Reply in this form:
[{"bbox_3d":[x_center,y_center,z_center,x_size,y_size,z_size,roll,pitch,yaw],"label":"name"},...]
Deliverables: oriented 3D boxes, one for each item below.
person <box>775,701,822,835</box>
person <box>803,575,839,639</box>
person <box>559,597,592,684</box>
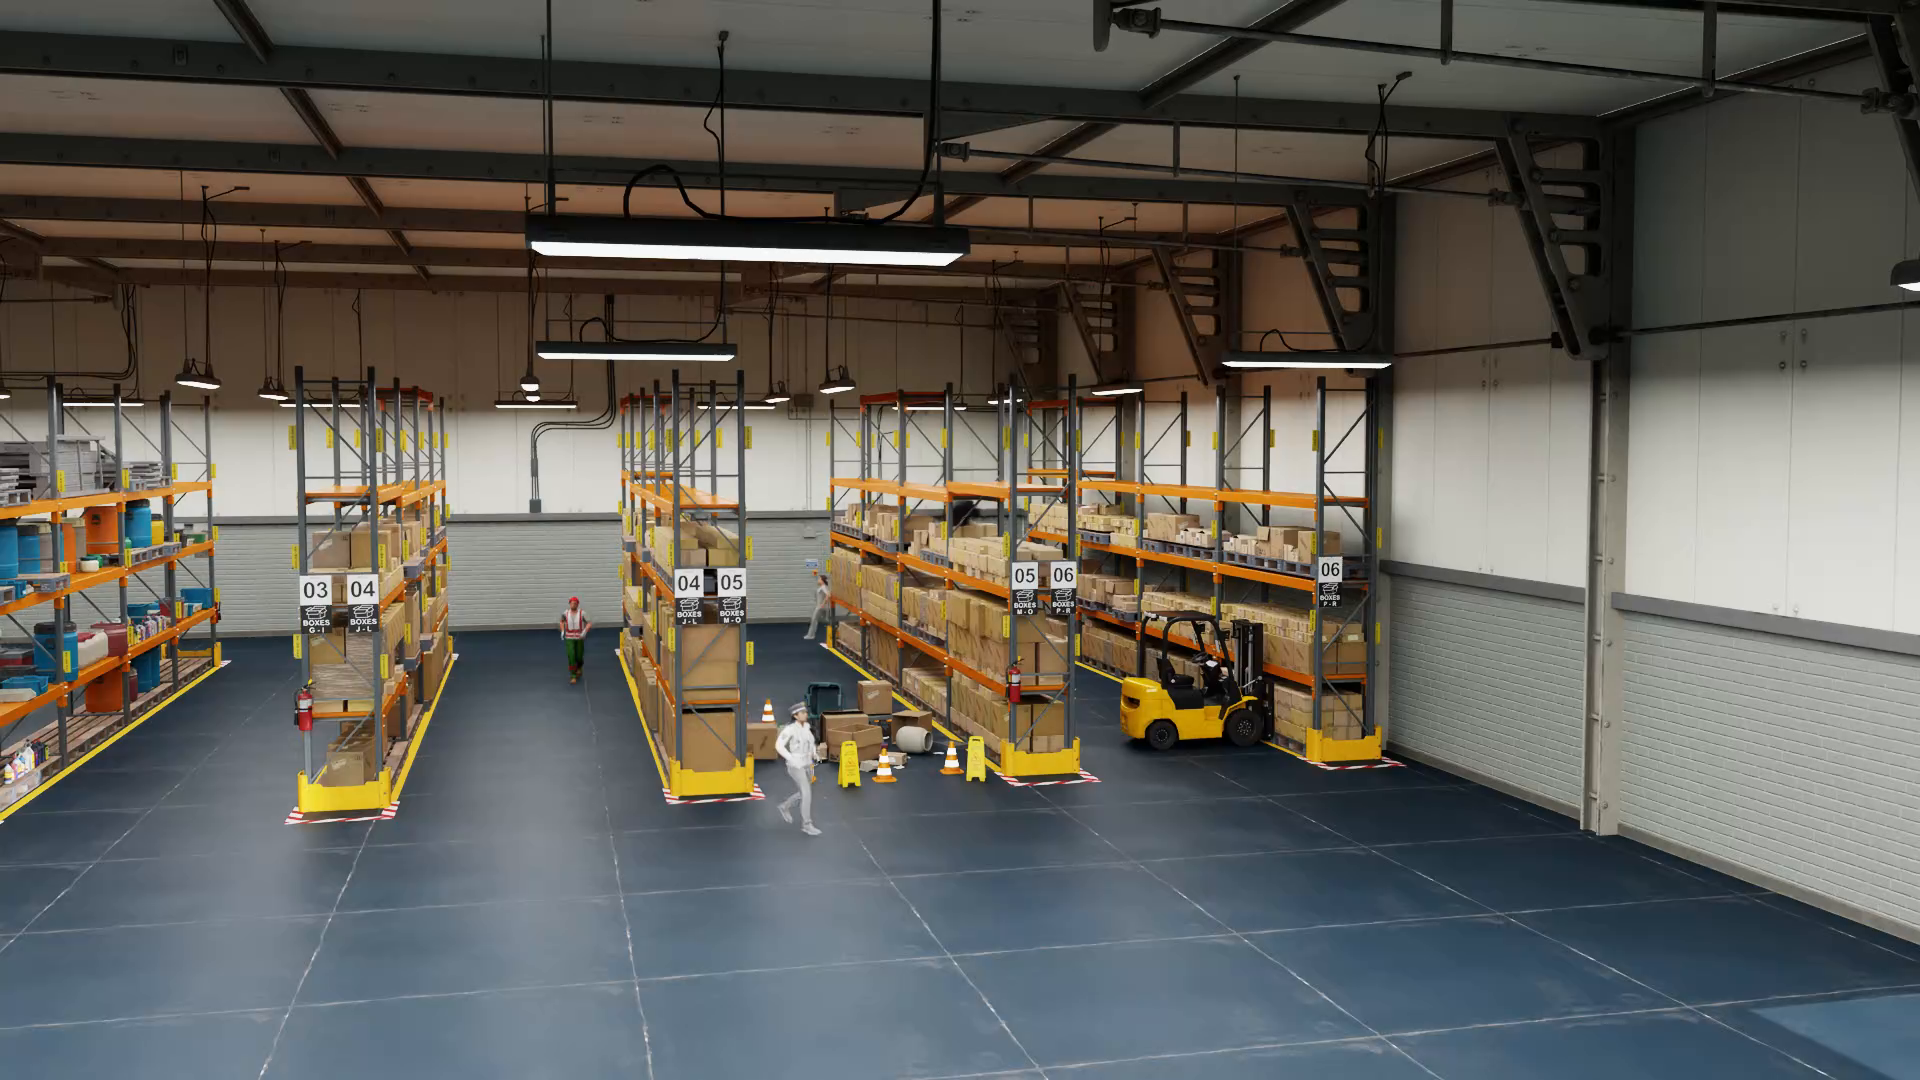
[{"bbox_3d":[-2.084,2.898,21.265,0.733,1.691,0.621,2,4,32],"label":"person"},{"bbox_3d":[-3.469,1.681,41.626,0.952,1.638,0.639,0,3,-1],"label":"person"},{"bbox_3d":[-8.004,2.062,34.571,0.650,1.786,0.892,-1,3,-9],"label":"person"}]
